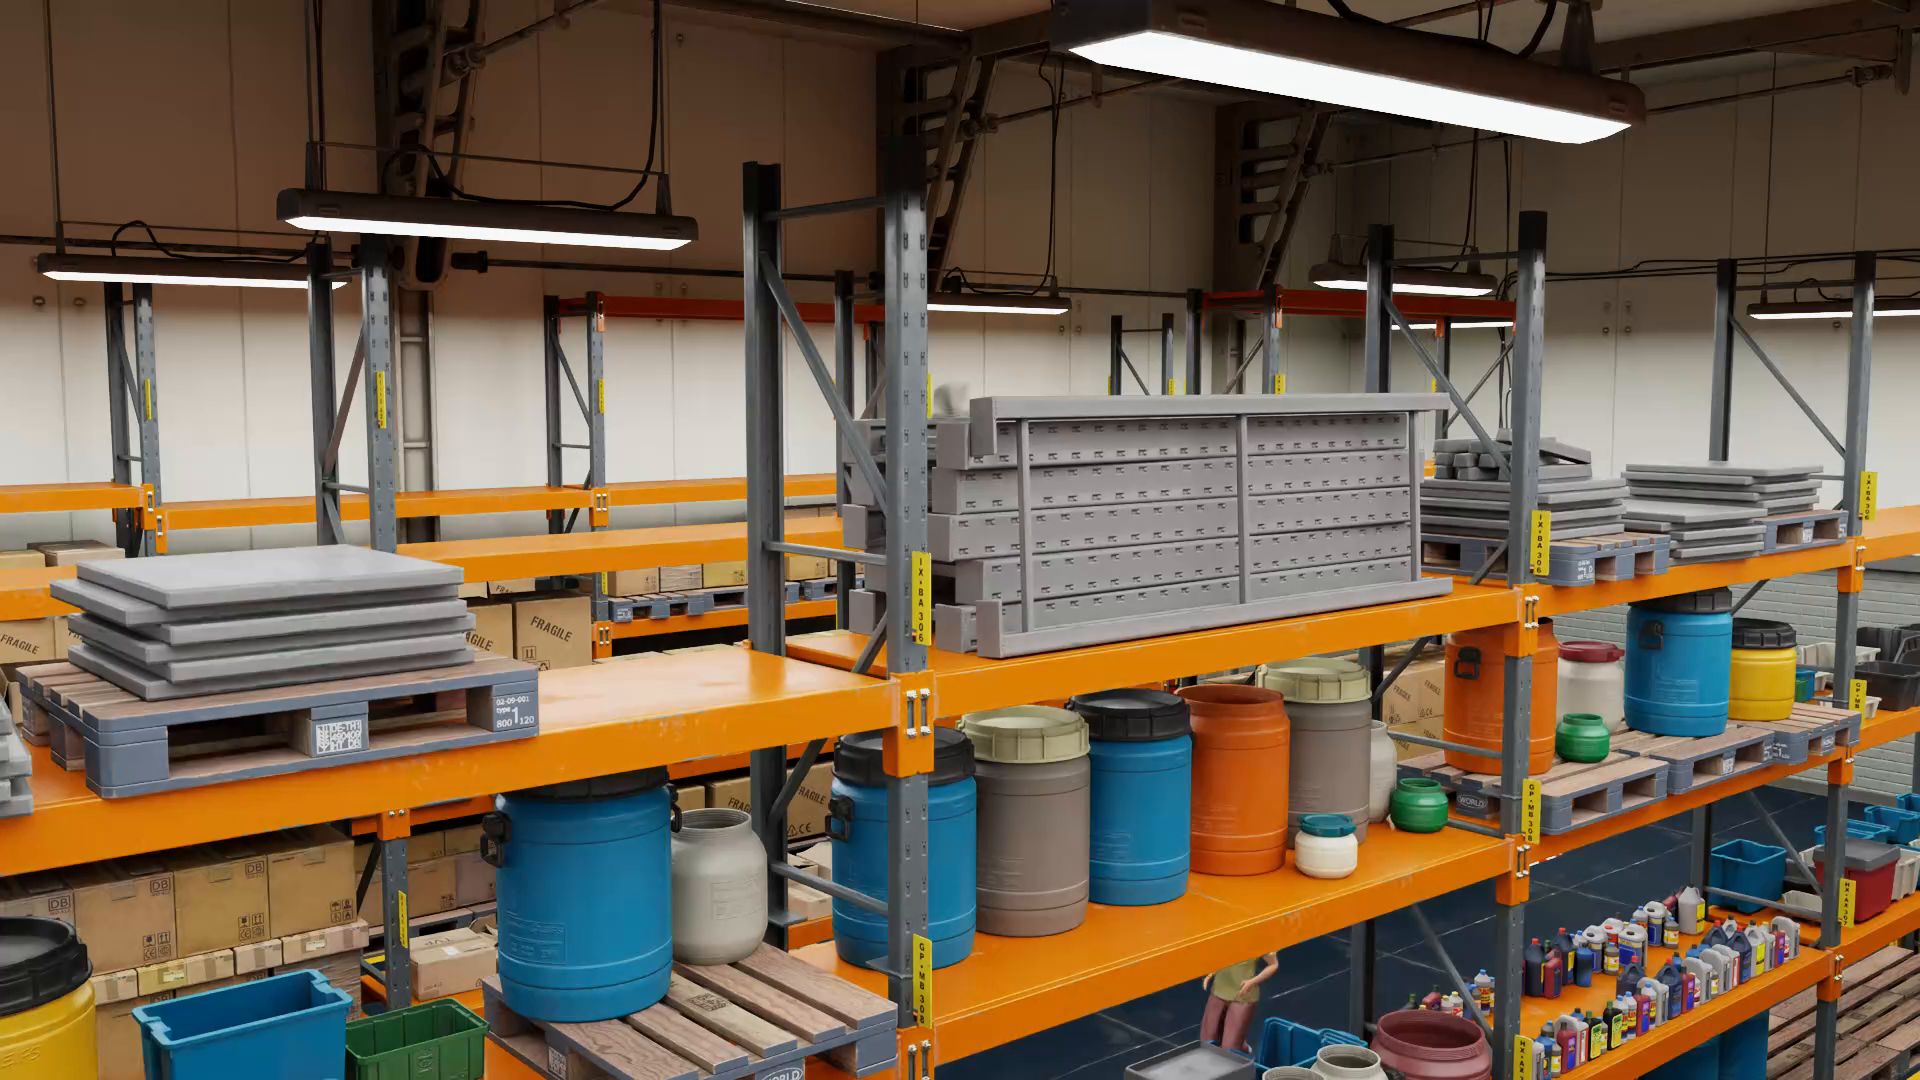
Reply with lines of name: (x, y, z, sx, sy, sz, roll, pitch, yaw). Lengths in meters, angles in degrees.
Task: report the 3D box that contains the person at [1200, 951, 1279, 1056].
person: (1.973, 3.224, 11.790, 0.578, 1.619, 0.568, 5, 7, 40)
